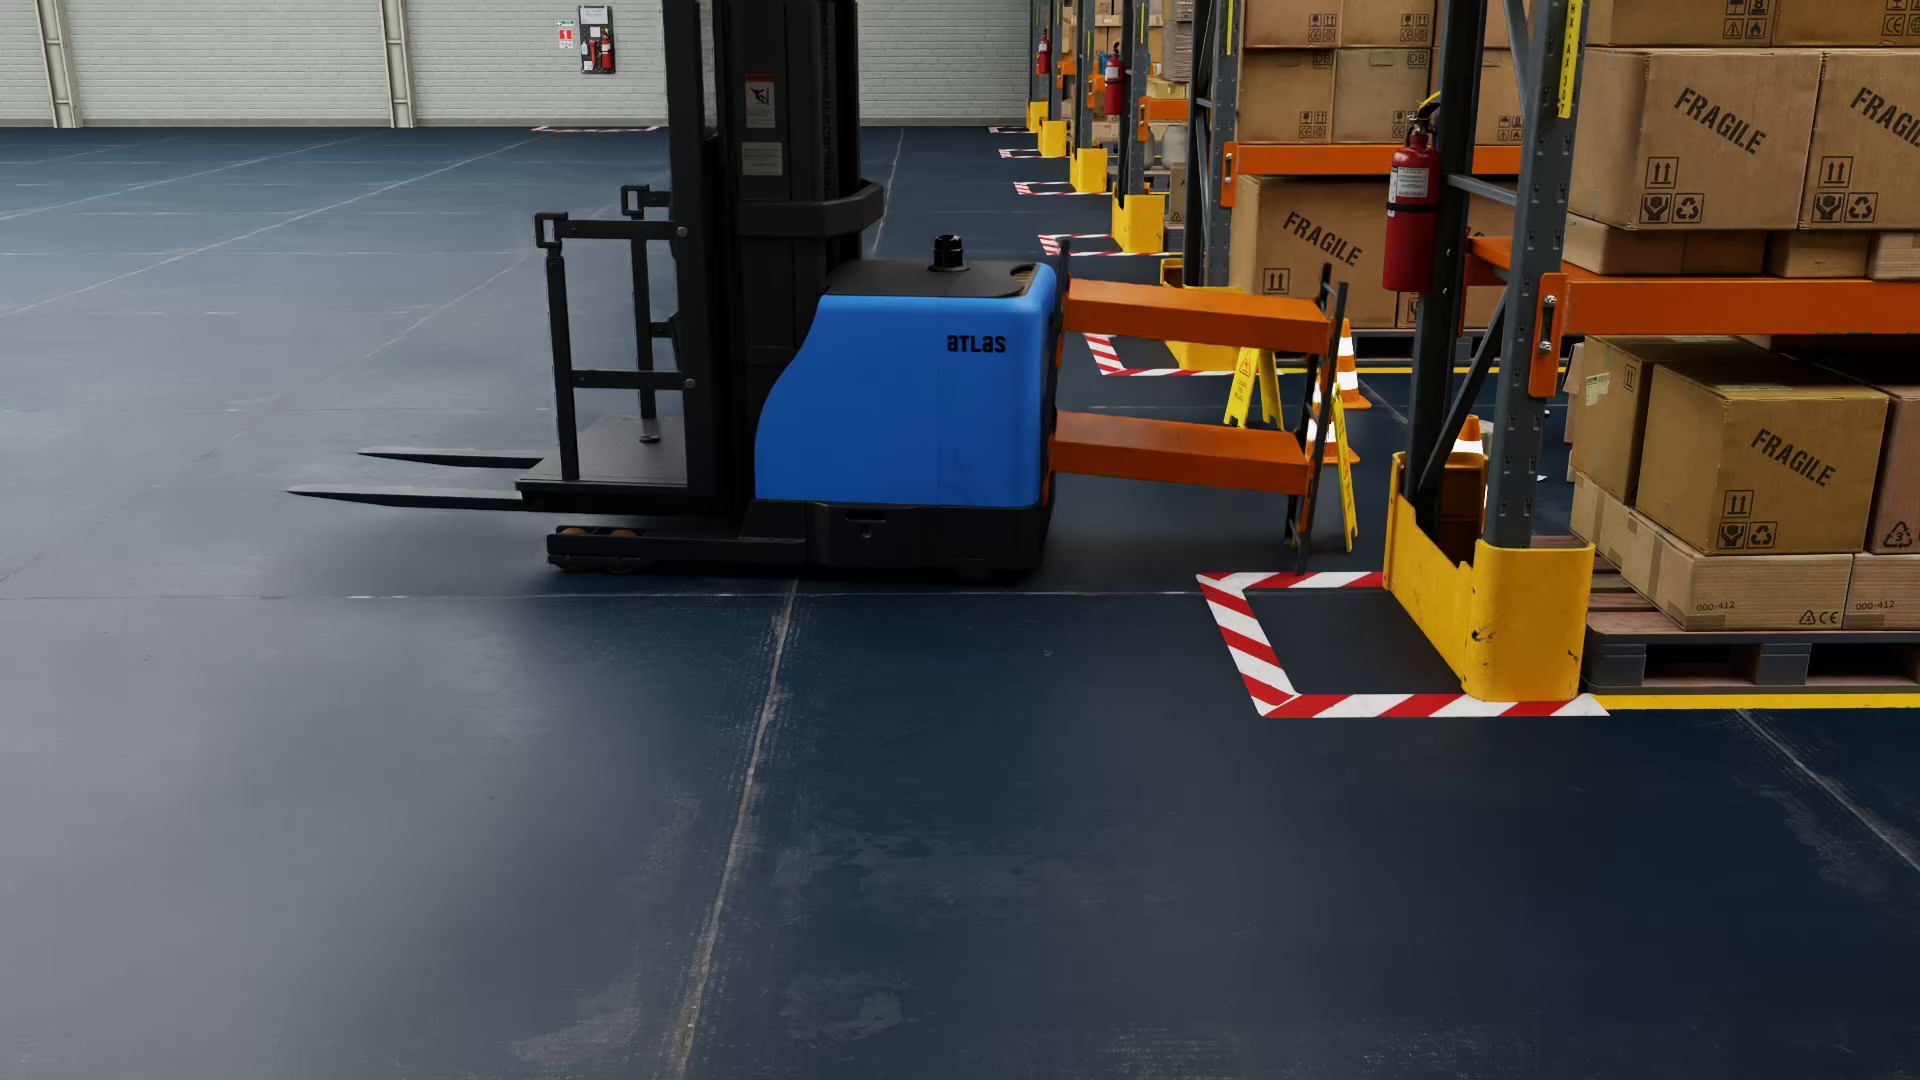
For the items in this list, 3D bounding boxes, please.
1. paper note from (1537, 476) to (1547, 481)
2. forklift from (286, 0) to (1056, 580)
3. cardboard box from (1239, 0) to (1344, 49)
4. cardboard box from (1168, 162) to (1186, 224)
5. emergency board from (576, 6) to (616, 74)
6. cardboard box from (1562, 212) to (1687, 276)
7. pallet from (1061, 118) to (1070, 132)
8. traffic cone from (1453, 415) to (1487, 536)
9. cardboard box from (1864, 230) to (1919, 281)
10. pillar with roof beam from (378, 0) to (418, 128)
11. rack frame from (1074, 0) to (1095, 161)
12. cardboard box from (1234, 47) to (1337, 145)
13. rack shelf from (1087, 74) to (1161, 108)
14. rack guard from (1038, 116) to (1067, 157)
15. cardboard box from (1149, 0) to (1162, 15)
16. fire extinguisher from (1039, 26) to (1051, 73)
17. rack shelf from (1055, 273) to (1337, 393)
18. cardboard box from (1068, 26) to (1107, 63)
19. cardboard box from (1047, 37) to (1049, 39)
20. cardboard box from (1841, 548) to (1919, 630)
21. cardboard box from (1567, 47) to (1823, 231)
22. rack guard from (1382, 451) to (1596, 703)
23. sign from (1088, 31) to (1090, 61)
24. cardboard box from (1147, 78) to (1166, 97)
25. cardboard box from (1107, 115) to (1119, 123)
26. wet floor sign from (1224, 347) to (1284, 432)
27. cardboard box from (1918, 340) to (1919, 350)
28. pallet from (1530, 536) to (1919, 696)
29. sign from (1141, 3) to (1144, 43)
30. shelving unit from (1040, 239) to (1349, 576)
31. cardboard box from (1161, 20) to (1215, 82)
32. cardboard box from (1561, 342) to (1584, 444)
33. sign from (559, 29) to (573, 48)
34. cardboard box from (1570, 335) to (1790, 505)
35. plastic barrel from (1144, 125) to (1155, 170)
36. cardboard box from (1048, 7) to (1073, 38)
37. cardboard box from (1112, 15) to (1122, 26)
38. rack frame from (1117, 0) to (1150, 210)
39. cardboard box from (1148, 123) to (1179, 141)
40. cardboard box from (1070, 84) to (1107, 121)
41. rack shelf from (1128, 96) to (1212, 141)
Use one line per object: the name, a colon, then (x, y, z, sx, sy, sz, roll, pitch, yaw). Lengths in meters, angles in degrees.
paper note: (2.604, -0.299, 7.650, 0.142, 0.019, 0.148, -7, 19, -20)
forklift: (-1.152, -1.424, 6.408, 3.031, 2.935, 1.130, 2, 18, 7)
cardboard box: (1.883, -3.187, 9.780, 0.550, 0.550, 0.875, 0, 18, -1)
cardboard box: (2.158, -3.135, 15.034, 0.500, 0.500, 0.500, 3, 18, 9)
emergency board: (-6.485, -8.904, 29.614, 0.643, 1.169, 0.194, 0, 18, -1)
cardboard box: (2.033, -0.919, 5.134, 0.250, 0.149, 0.380, 0, 18, -1)
pallet: (2.188, -7.331, 29.276, 1.213, 0.211, 1.003, 0, 18, -1)
traffic cone: (2.100, -0.289, 6.910, 0.334, 0.463, 0.336, 0, 18, -1)
cardboard box: (2.806, -0.888, 5.038, 0.250, 0.149, 0.380, 0, 18, 0)
pillar with roof beam: (-9.945, -10.417, 24.509, 0.400, 9.000, 9.100, 0, 18, -1)
rack frame: (1.456, -5.640, 19.438, 0.127, 3.000, 1.000, 0, 18, -1)
cardboard box: (1.881, -2.699, 10.025, 0.550, 0.550, 0.875, 0, 18, -1)
rack shelf: (3.455, -5.307, 19.578, 4.000, 0.370, 1.077, 0, 18, -1)
rack guard: (1.357, -5.962, 24.536, 0.348, 0.500, 1.175, 0, 18, -1)
cardboard box: (2.931, -7.824, 23.958, 0.500, 0.500, 0.700, 0, 18, -1)
fire extinguisher: (1.256, -7.257, 24.607, 0.183, 0.674, 0.296, 0, 18, -1)
rack shelf: (0.880, -0.798, 6.340, 1.000, 0.278, 0.538, 6, 18, 3)
cardboard box: (1.848, -7.199, 24.134, 0.500, 0.500, 0.700, 0, 18, -1)
cardboard box: (1.764, -8.665, 29.082, 0.500, 0.250, 0.500, 0, 18, 0)
cardboard box: (3.012, 0.089, 5.393, 0.500, 0.250, 0.500, 0, 18, 1)
cardboard box: (2.168, -1.207, 4.970, 0.500, 0.500, 0.500, -1, 18, -2)
rack guard: (1.766, 0.089, 5.670, 0.348, 0.500, 1.175, 0, 18, -1)
sign: (1.460, -5.604, 18.872, 0.005, 0.325, 0.100, 0, 18, -1)
cardboard box: (1.815, -4.072, 14.962, 0.250, 0.149, 0.380, 0, 18, -1)
cardboard box: (2.421, -6.338, 24.201, 0.500, 0.500, 0.500, 0, 18, -1)
wet floor sign: (1.513, -0.886, 8.473, 0.232, 0.644, 0.267, -3, 18, -10)
cardboard box: (3.368, -0.764, 5.763, 0.250, 0.149, 0.380, 0, 18, 2)
pallet: (2.579, 0.234, 5.693, 1.213, 0.211, 1.003, 0, 18, -1)
sign: (1.542, -4.374, 14.074, 0.005, 0.325, 0.100, 0, 18, -1)
shelving unit: (0.857, -0.521, 6.429, 1.048, 1.125, 0.538, 6, 18, 3)
cardboard box: (2.084, -4.311, 14.644, 0.500, 0.500, 0.875, 0, 18, -1)
cardboard box: (3.407, -0.693, 8.106, 0.637, 0.503, 0.797, -15, 23, -39)
sign: (-7.040, -8.950, 29.698, 0.234, 0.329, 0.001, 0, 18, -1)
cardboard box: (2.487, -0.432, 5.789, 0.500, 0.500, 0.500, 0, 18, -1)
plastic barrel: (2.112, -4.682, 19.837, 0.421, 0.512, 0.421, 0, 18, 0)
cardboard box: (1.781, -8.871, 28.497, 0.500, 0.500, 0.500, 0, 18, -1)
cardboard box: (2.290, -7.448, 23.850, 0.250, 0.149, 0.380, 0, 18, -1)
rack frame: (1.534, -4.127, 14.723, 0.127, 3.000, 1.000, 0, 18, -1)
cardboard box: (2.921, -5.984, 24.325, 0.500, 0.250, 0.500, 0, 18, -1)
cardboard box: (1.913, -6.494, 24.687, 0.500, 0.500, 0.500, 0, 18, -1)
rack shelf: (3.534, -3.794, 14.863, 4.000, 0.370, 1.077, 0, 18, -1)
